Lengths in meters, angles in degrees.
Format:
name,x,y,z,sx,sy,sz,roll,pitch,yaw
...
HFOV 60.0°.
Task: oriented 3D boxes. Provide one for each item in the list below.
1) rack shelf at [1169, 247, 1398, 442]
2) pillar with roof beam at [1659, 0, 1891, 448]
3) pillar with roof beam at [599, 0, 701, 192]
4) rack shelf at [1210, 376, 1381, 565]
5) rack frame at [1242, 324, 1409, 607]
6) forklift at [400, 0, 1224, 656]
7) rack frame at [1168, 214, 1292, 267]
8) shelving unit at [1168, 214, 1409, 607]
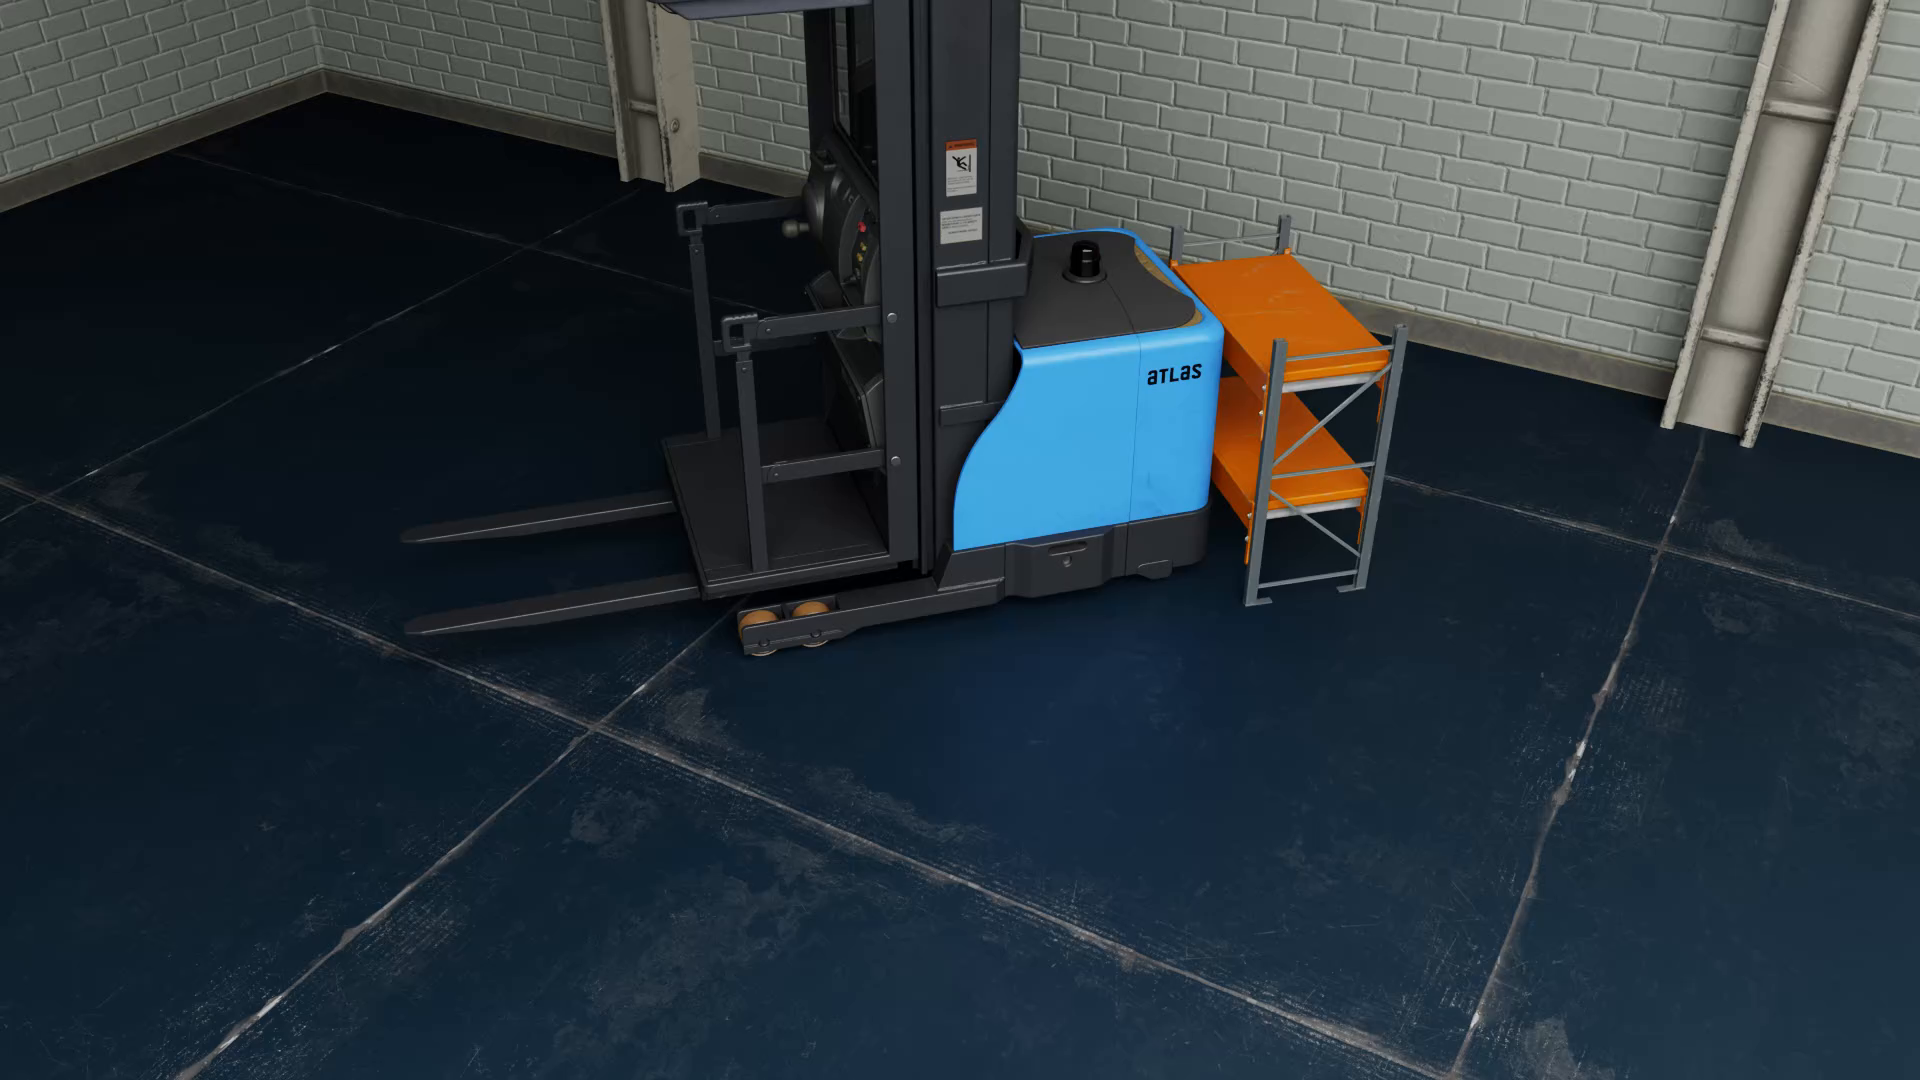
name,x,y,z,sx,sy,sz,roll,pitch,yaw
rack shelf,1.208,-0.771,6.364,0.538,0.278,1.000,-8,34,-12
pillar with roof beam,1.275,-2.208,1.947,0.400,9.000,9.100,18,37,24
pillar with roof beam,-3.934,-3.858,4.425,0.400,9.000,9.100,18,37,24
rack shelf,1.207,-0.323,6.661,0.538,0.278,1.000,-8,34,-12
rack frame,1.332,-0.254,6.116,0.500,1.125,0.032,-8,34,-12
forklift,-0.602,-1.121,5.789,3.031,2.935,1.130,-9,35,-14
rack frame,1.083,-0.800,6.936,0.500,1.125,0.032,-8,34,-12
shelving unit,1.207,-0.527,6.526,0.538,1.125,1.048,-8,34,-12
